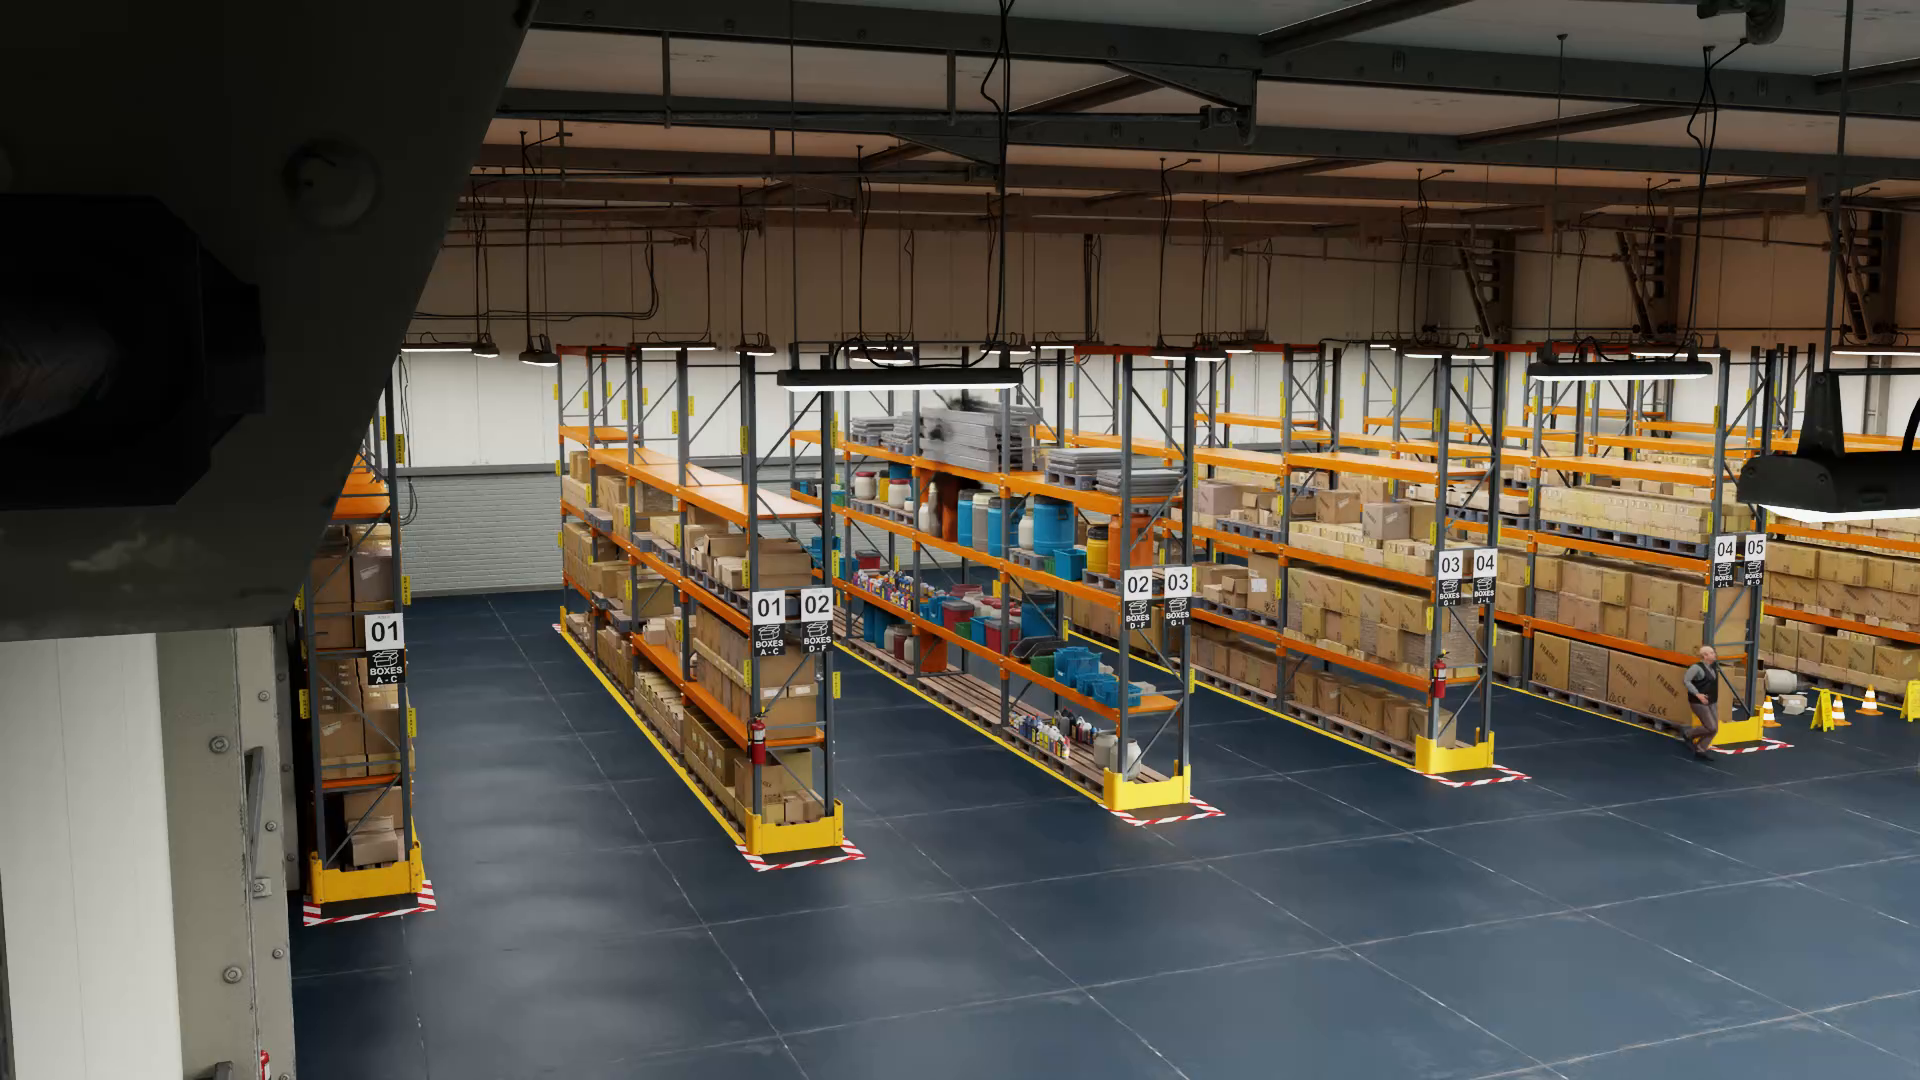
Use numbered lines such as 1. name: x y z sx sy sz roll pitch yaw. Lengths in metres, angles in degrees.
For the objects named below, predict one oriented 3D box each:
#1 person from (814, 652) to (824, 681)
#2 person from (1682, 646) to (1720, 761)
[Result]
1. person: -2.373 1.662 28.491 0.496 1.567 0.550 -4 8 -31
2. person: 10.973 2.404 24.498 0.691 1.686 0.502 -5 9 -32
